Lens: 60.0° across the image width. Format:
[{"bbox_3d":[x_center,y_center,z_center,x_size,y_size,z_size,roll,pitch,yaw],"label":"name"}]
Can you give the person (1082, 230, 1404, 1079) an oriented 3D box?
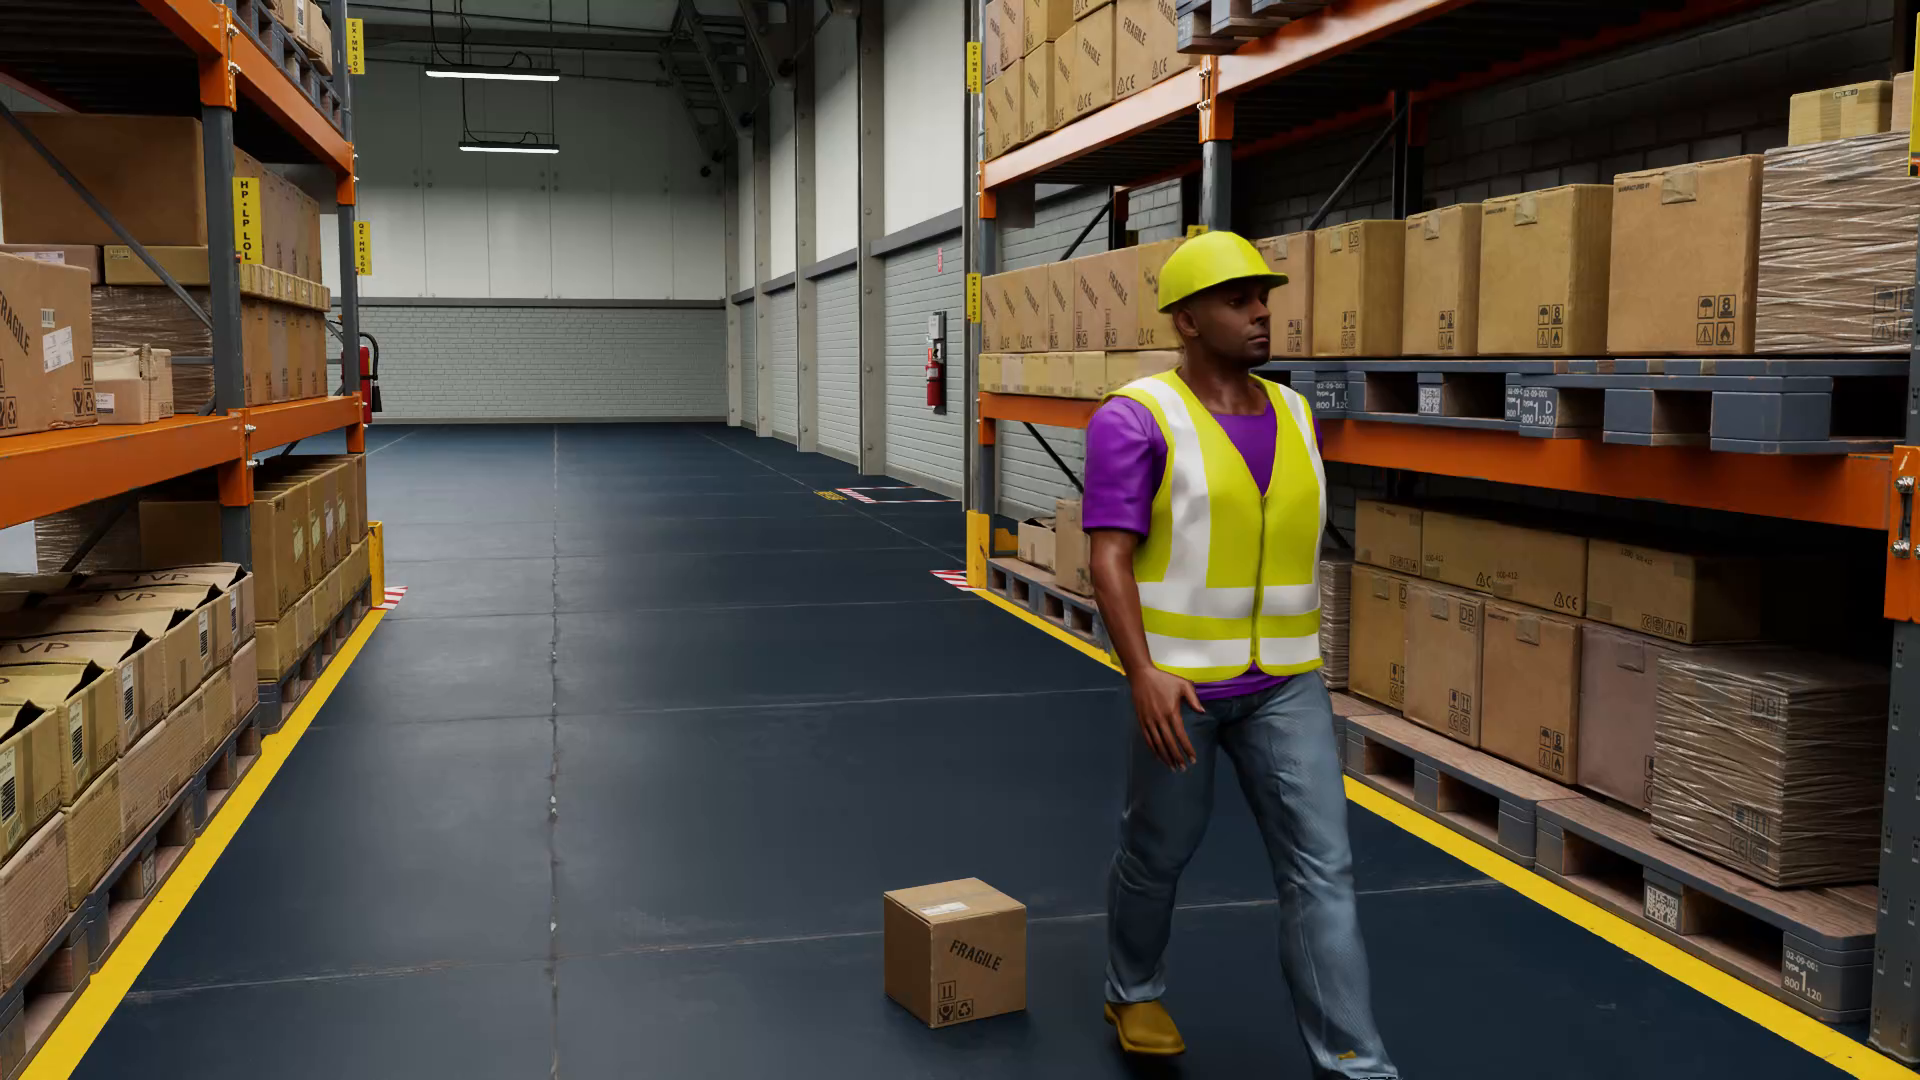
[{"bbox_3d":[0.539,0.263,3.213,0.572,1.714,0.981,-2,6,-19],"label":"person"}]
